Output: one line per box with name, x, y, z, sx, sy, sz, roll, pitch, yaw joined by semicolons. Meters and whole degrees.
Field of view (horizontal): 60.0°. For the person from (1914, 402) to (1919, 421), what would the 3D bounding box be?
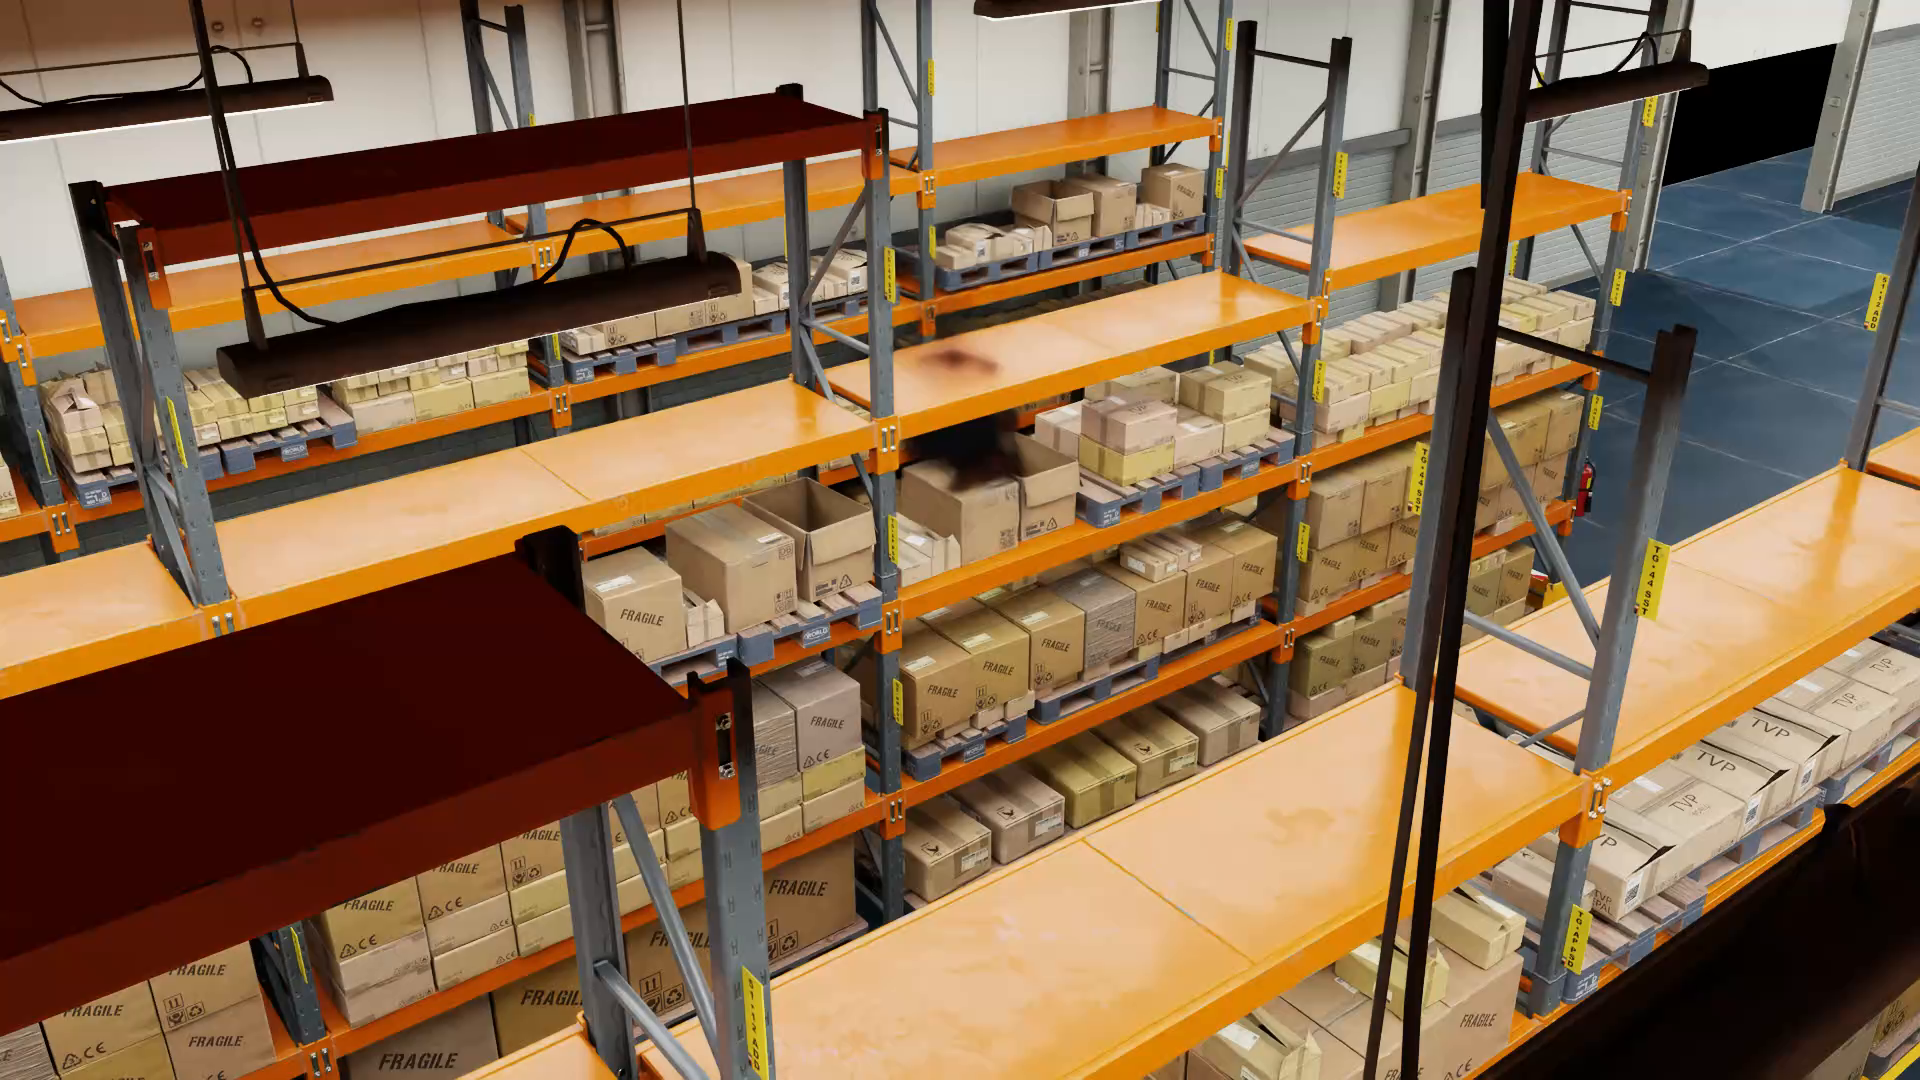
person;10.986;-1.189;18.632;0.679;1.697;0.599;3;26;6
